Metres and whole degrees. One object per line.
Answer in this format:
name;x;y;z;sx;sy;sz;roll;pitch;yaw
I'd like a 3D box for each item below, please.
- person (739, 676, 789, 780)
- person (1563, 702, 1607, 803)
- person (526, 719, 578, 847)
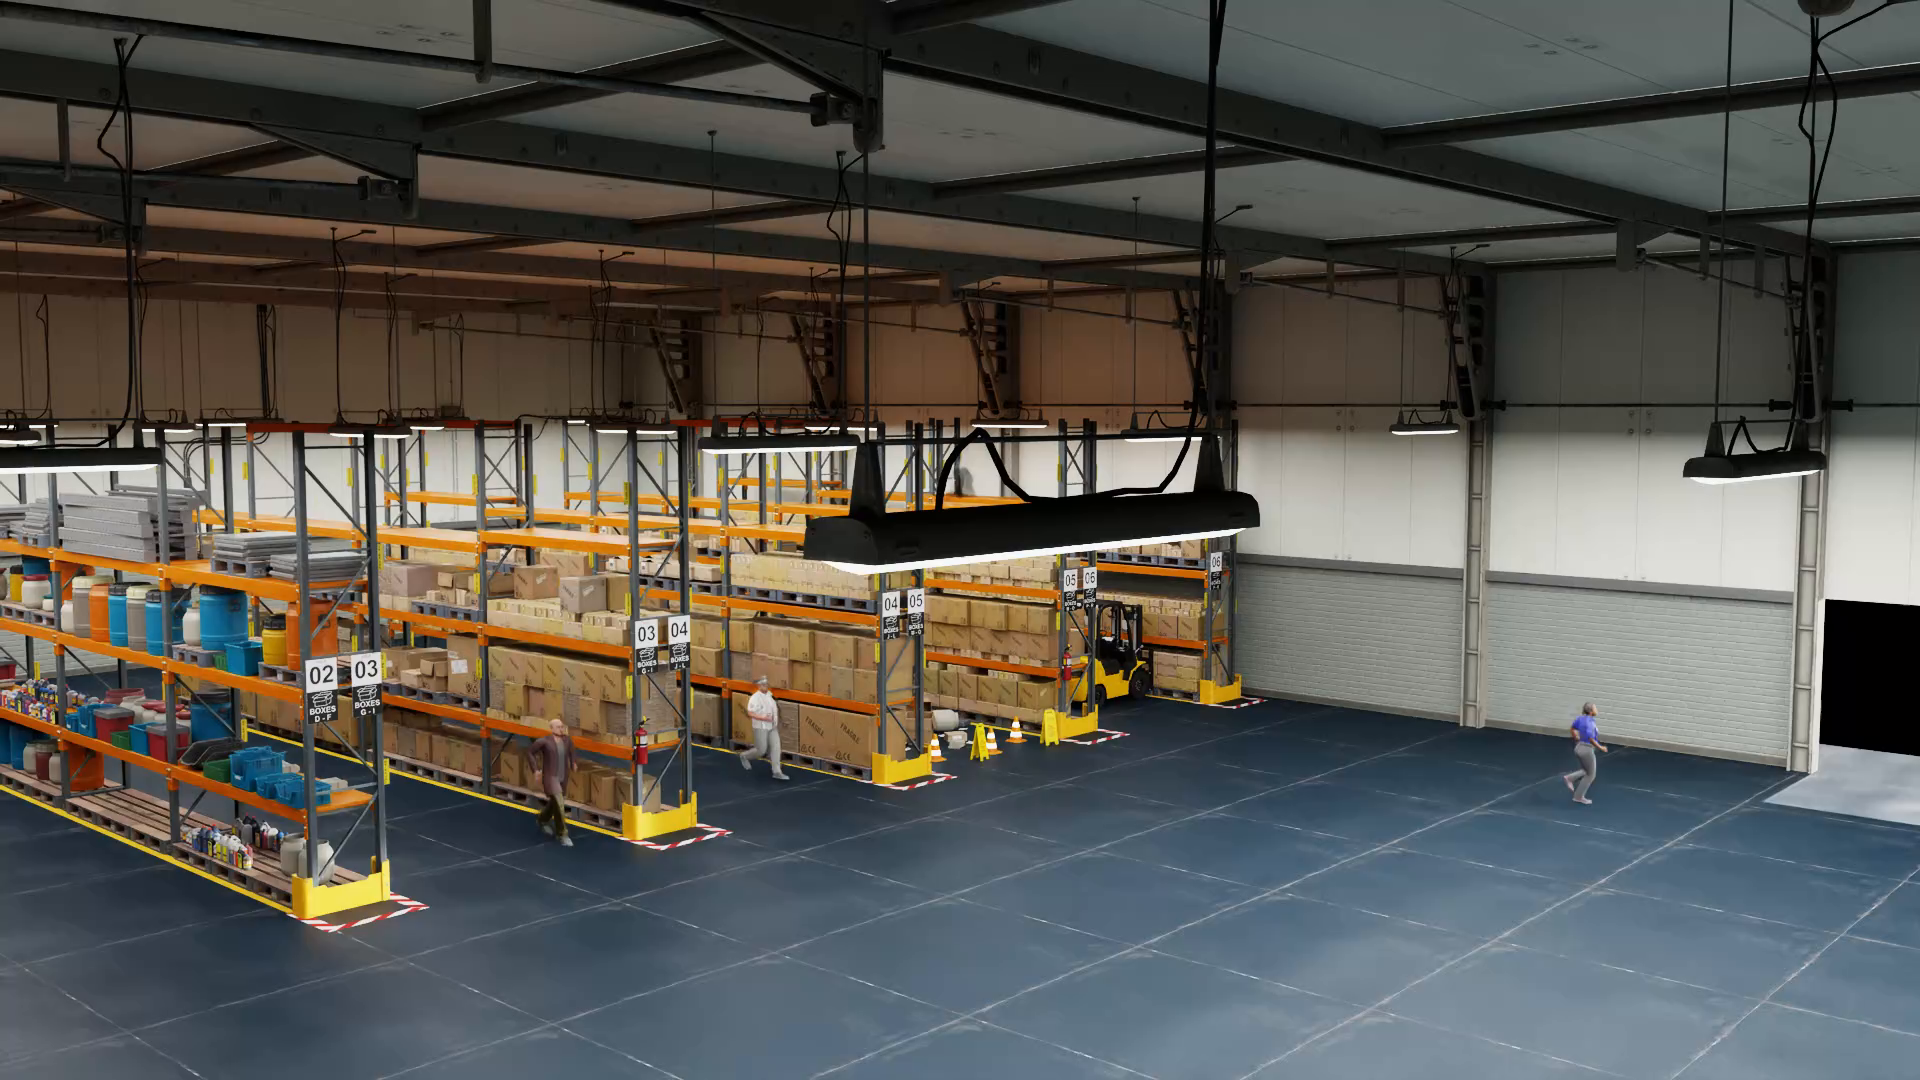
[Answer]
person;-3.291;3.153;28.133;0.992;1.747;0.678;4;6;37
person;9.946;3.380;26.449;0.631;1.606;0.589;0;5;0
person;-5.884;3.488;24.079;0.923;1.842;0.693;4;6;40
